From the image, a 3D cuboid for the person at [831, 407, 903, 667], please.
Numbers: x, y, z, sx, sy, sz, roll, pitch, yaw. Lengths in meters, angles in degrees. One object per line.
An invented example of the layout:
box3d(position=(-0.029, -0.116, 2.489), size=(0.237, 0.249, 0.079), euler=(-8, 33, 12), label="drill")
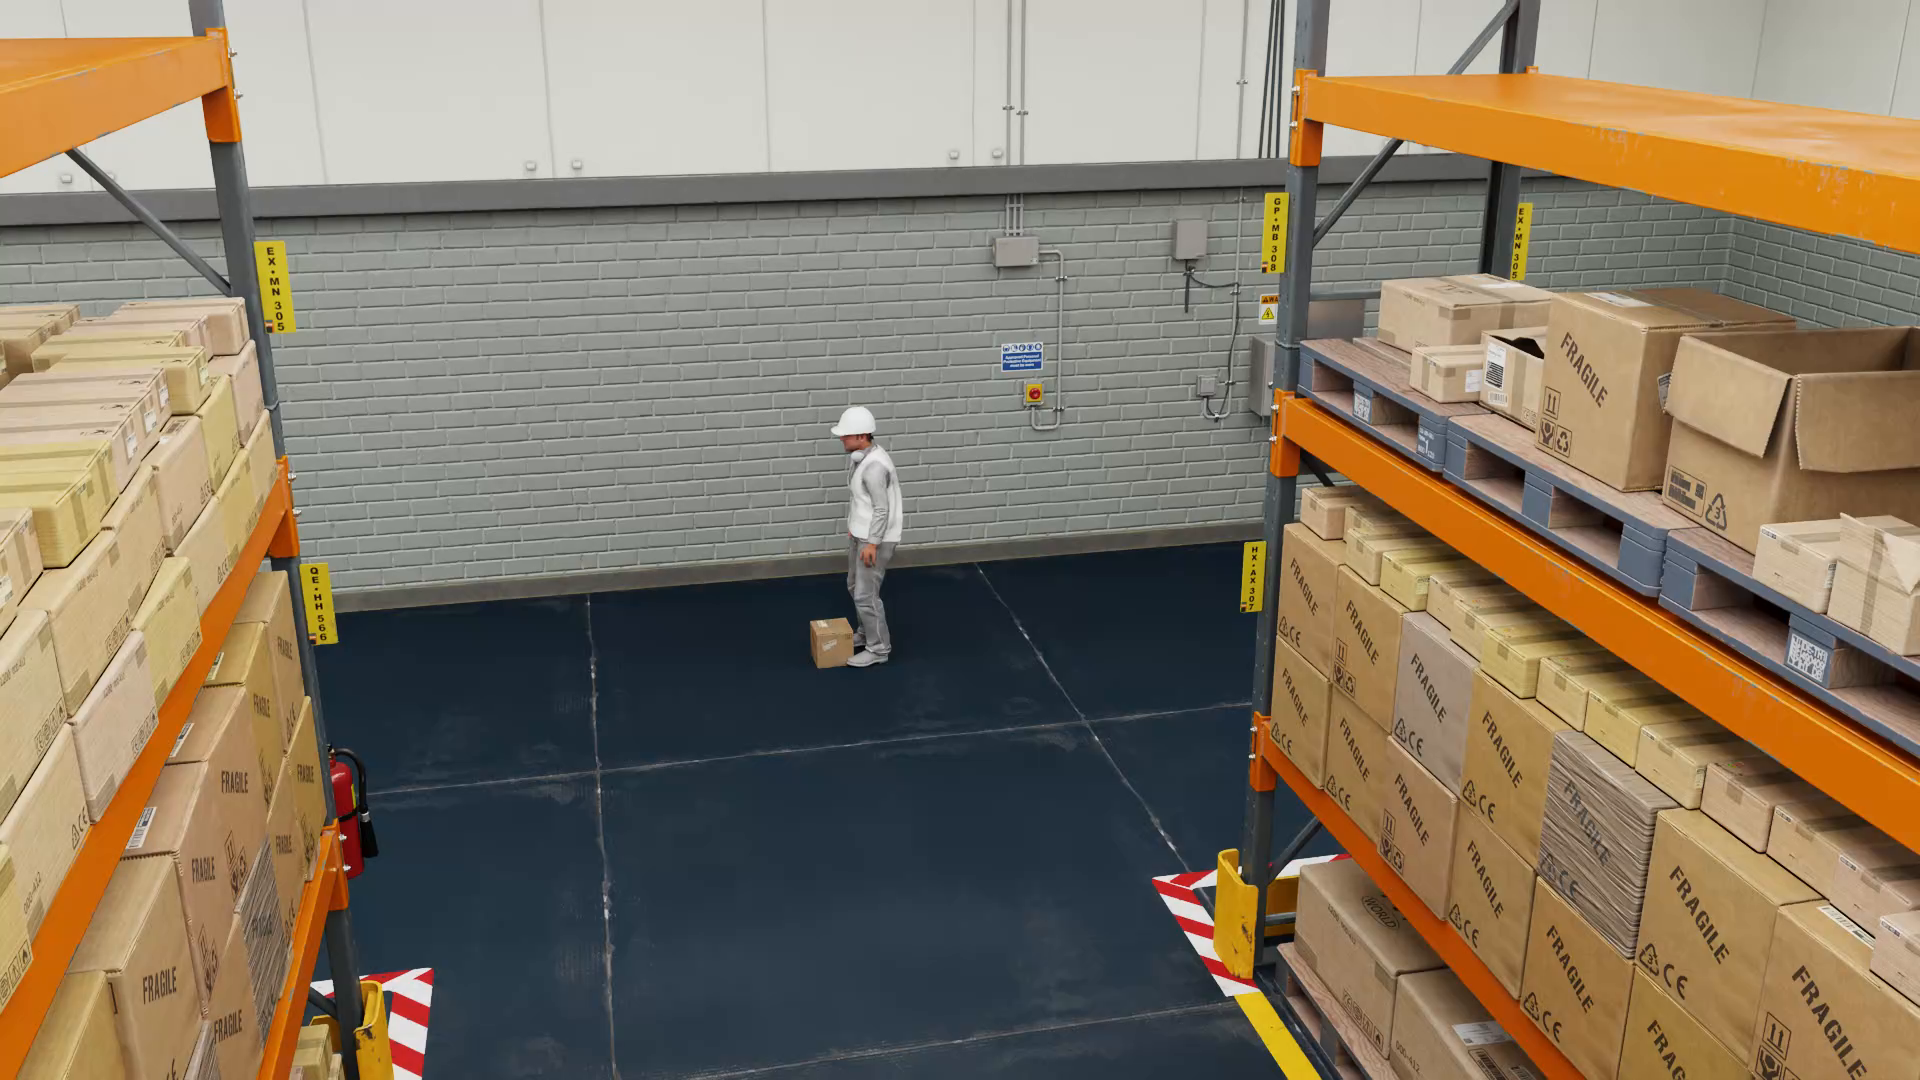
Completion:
box3d(position=(-0.620, -0.039, 11.147), size=(0.461, 1.767, 0.580), euler=(-5, 20, -14), label="person")
